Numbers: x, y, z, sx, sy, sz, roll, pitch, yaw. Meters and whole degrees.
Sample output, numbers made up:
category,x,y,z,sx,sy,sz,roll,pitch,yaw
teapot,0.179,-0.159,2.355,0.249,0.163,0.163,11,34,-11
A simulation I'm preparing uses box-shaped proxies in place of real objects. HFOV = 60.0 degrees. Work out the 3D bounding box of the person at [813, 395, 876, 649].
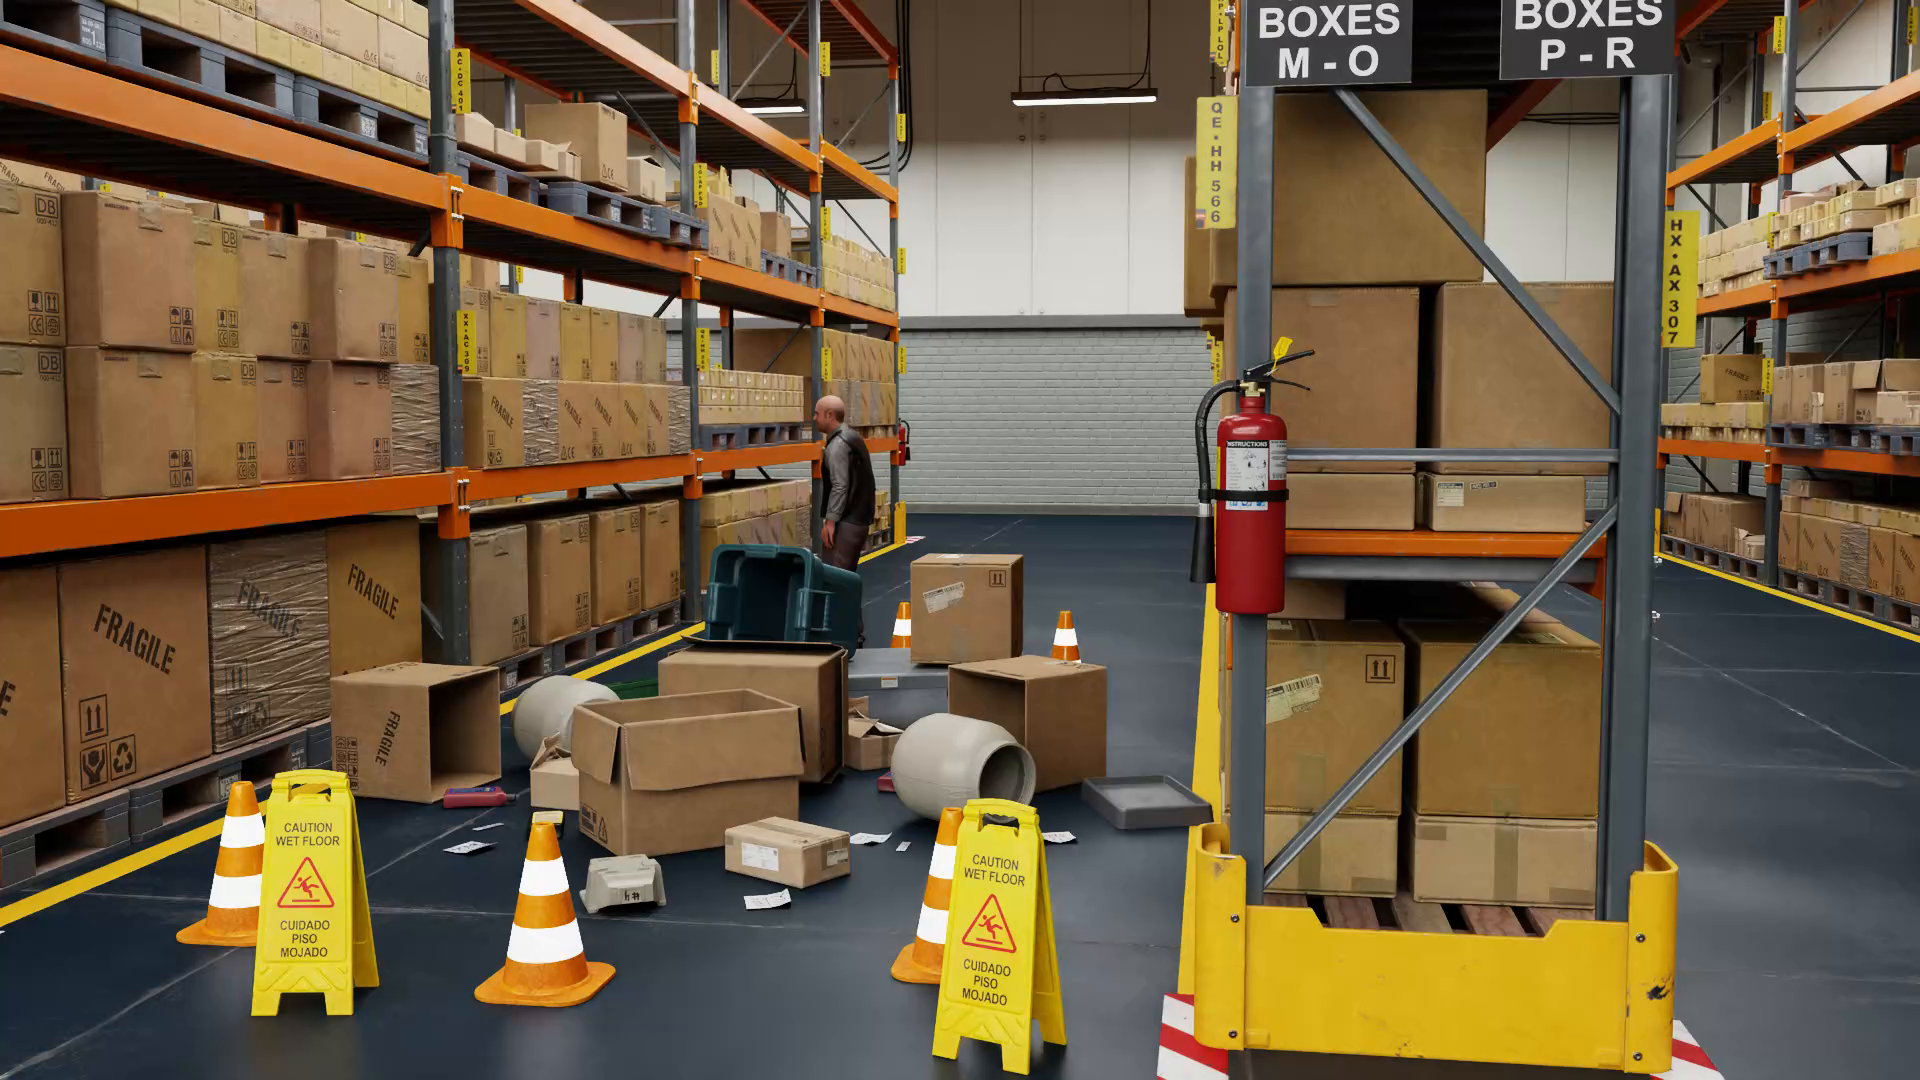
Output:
category,x,y,z,sx,sy,sz,roll,pitch,yaw
person,-0.766,-0.097,11.040,0.412,1.720,0.585,1,4,8
